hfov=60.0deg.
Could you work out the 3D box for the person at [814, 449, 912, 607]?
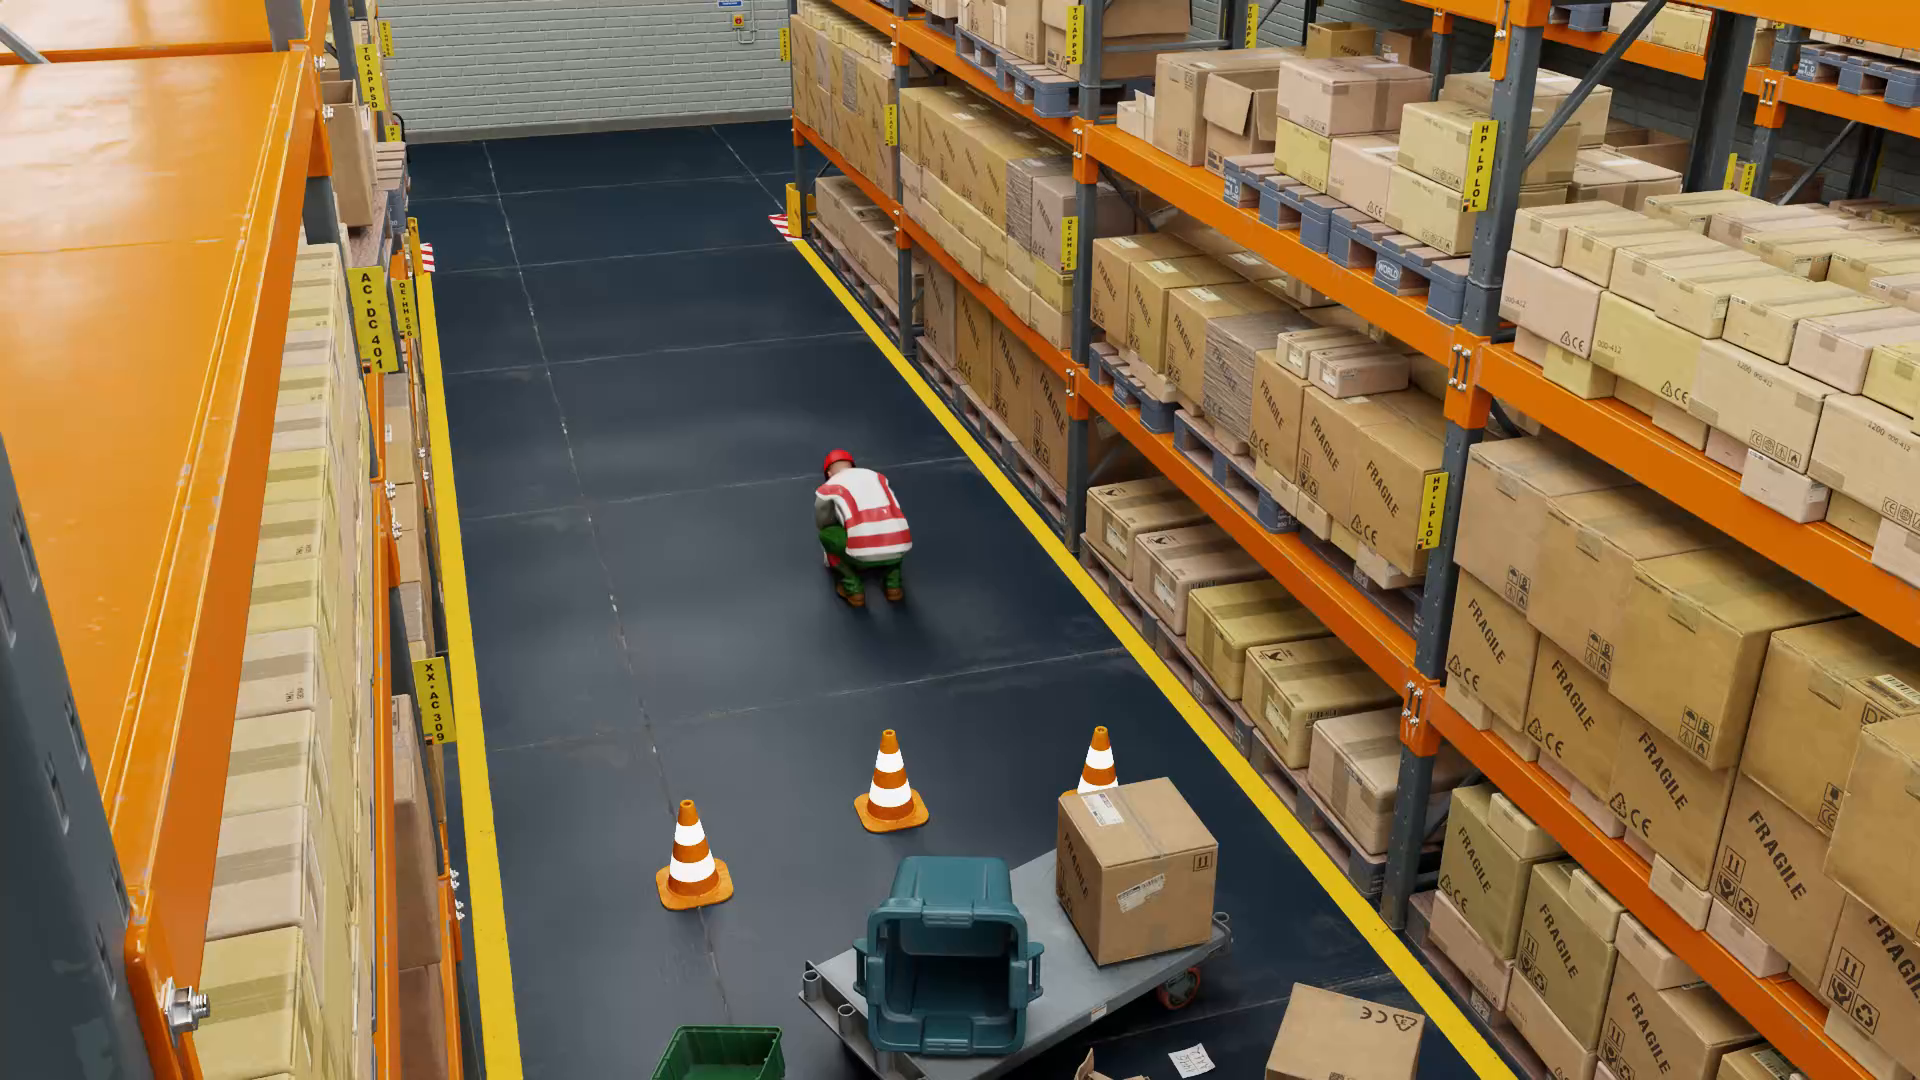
[{"bbox_3d":[-0.614,-0.034,10.410,0.541,0.879,0.923,-8,27,-17],"label":"person"}]
